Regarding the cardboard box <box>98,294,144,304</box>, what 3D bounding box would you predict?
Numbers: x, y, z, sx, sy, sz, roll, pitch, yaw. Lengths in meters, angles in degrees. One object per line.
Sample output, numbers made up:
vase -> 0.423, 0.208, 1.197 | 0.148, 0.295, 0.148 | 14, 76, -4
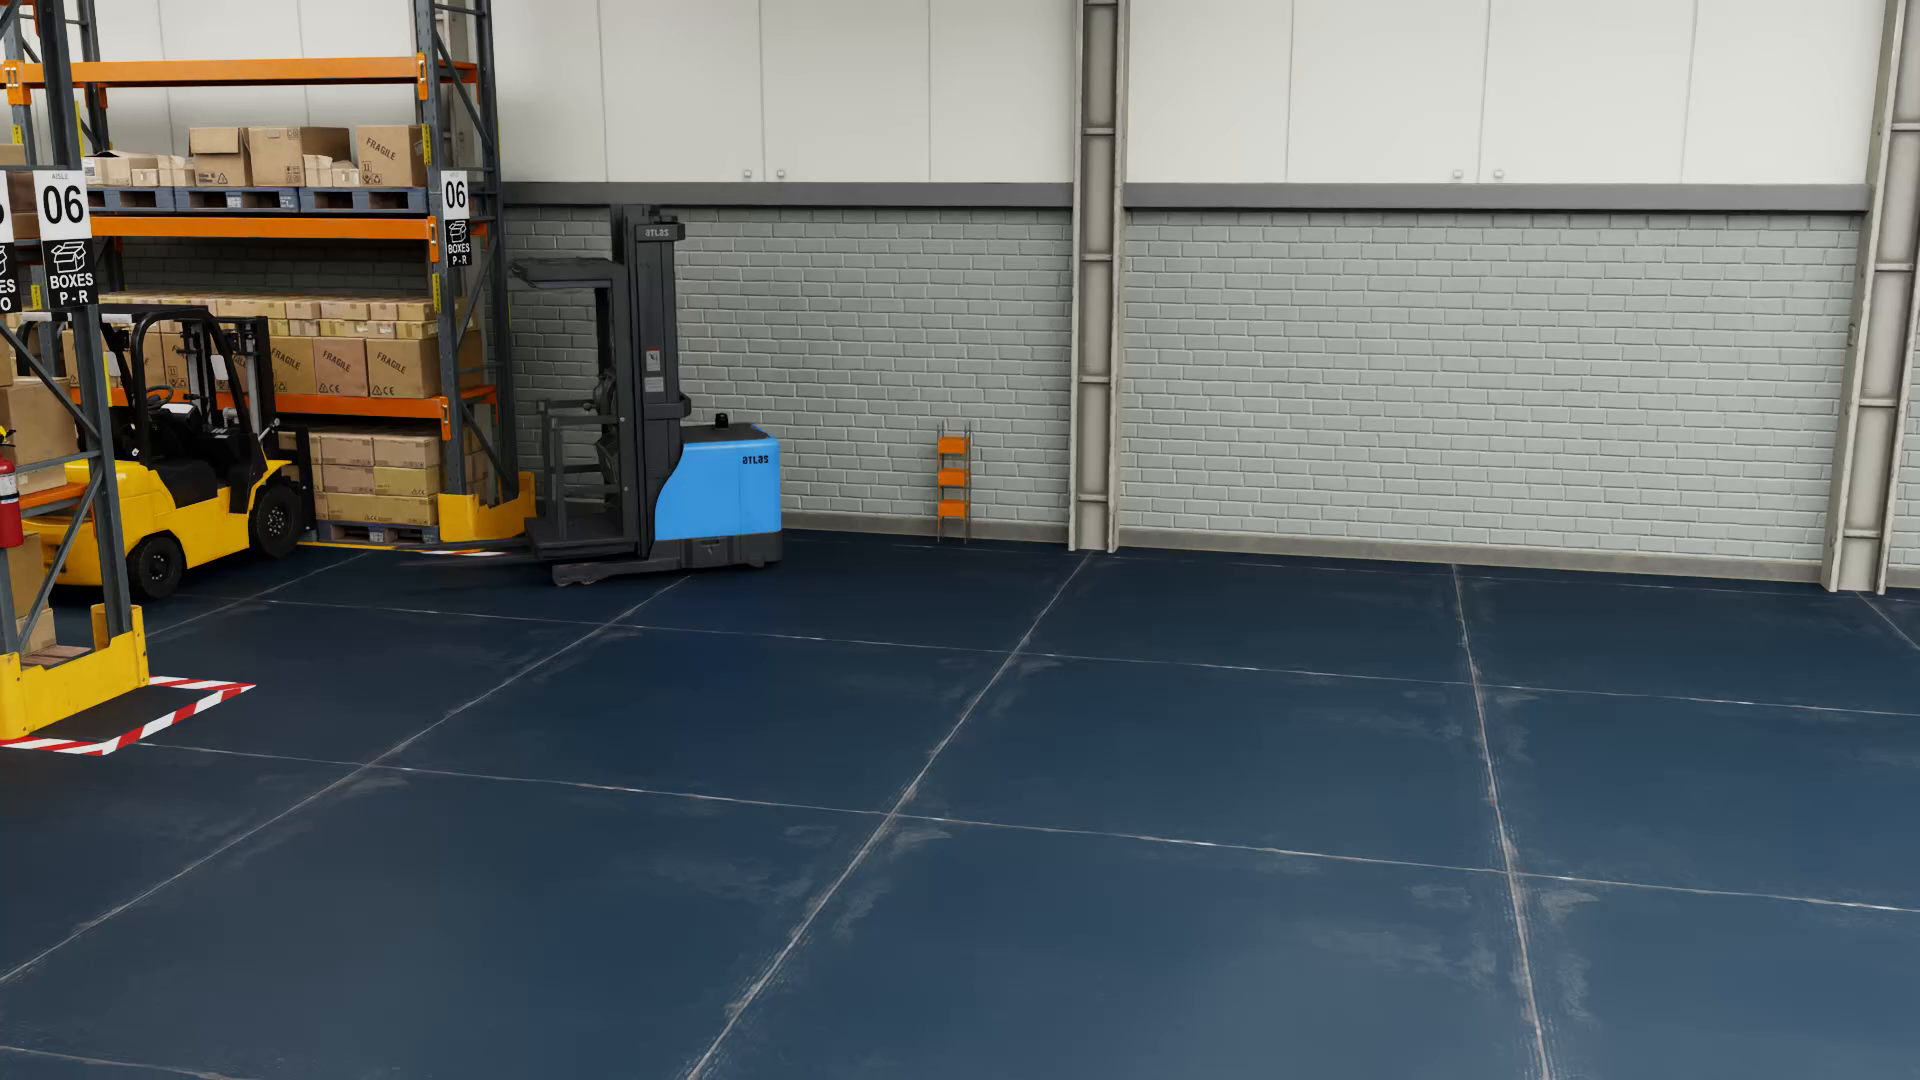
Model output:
cardboard box -> -7.570, -2.132, 15.002 | 0.250, 0.149, 0.380 | 3, 13, 14

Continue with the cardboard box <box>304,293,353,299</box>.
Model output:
cardboard box -> -5.716, -2.147, 15.069 | 0.250, 0.149, 0.380 | 3, 13, 12

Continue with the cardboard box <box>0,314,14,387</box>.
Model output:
cardboard box -> -5.939, -1.102, 9.550 | 0.500, 0.500, 0.700 | 3, 13, 12

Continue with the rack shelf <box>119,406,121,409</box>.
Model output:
rack shelf -> -10.030, -1.444, 15.976 | 4.000, 0.370, 1.077 | 3, 13, 14

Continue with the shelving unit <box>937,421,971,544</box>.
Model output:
shelving unit -> -0.051, -0.509, 14.600 | 0.252, 1.050, 0.215 | 3, 13, 13

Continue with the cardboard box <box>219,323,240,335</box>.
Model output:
cardboard box -> -6.346, -1.900, 14.645 | 0.250, 0.149, 0.380 | 3, 13, 12

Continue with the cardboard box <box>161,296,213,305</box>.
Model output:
cardboard box -> -6.841, -2.074, 14.742 | 0.250, 0.149, 0.380 | 3, 13, 13

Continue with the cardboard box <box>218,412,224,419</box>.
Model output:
cardboard box -> -7.069, -1.034, 15.538 | 0.500, 0.250, 0.500 | 3, 13, 13

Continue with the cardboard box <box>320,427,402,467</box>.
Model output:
cardboard box -> -5.224, -0.818, 14.565 | 0.500, 0.250, 0.500 | 3, 13, 15

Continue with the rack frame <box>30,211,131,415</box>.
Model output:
rack frame -> -8.089, -1.691, 15.430 | 0.127, 3.000, 1.000 | 3, 13, 14

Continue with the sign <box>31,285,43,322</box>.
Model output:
sign -> -8.209, -2.103, 14.797 | 0.005, 0.325, 0.100 | 3, 13, 14

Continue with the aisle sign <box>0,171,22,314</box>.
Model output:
aisle sign -> -5.400, -1.644, 9.218 | 0.004, 0.787, 0.394 | 3, 13, 14

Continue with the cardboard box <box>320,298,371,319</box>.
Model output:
cardboard box -> -5.335, -2.011, 14.458 | 0.250, 0.149, 0.380 | 3, 13, 14

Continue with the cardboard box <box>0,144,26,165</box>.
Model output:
cardboard box -> -5.687, -2.232, 9.681 | 0.250, 0.149, 0.380 | 3, 13, 13

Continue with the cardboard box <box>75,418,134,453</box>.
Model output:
cardboard box -> -7.694, -0.951, 15.164 | 0.500, 0.250, 0.500 | 3, 13, 13

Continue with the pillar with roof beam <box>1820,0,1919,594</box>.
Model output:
pillar with roof beam -> 5.954, -3.110, 7.975 | 0.400, 9.000, 9.100 | 3, 13, 14

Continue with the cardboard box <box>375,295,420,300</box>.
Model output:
cardboard box -> -4.986, -2.088, 14.804 | 0.250, 0.149, 0.380 | 3, 13, 15

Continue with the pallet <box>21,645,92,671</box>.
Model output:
pallet -> -6.245, 0.868, 10.332 | 1.213, 0.211, 1.003 | 3, 13, 14

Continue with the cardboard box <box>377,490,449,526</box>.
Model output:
cardboard box -> -4.737, -0.304, 14.557 | 0.500, 0.250, 0.500 | 3, 13, 14

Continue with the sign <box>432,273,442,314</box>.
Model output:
sign -> -4.349, -2.051, 13.832 | 0.005, 0.325, 0.100 | 3, 13, 14

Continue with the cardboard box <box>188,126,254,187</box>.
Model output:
cardboard box -> -6.223, -3.336, 14.482 | 0.637, 0.503, 0.797 | 3, 13, 15

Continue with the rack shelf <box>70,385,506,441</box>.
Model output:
rack shelf -> -6.147, -1.236, 15.040 | 4.000, 0.370, 1.077 | 3, 13, 14

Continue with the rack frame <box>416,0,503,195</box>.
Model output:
rack frame -> -4.205, -4.412, 13.845 | 0.127, 3.000, 1.000 | 3, 13, 14

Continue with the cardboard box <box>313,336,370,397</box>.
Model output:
cardboard box -> -5.247, -1.531, 14.480 | 0.500, 0.500, 0.500 | 3, 13, 15

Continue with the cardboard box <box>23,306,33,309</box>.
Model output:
cardboard box -> -8.626, -2.145, 15.747 | 0.250, 0.149, 0.380 | 3, 13, 12

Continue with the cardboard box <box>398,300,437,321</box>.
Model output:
cardboard box -> -4.603, -1.968, 14.265 | 0.250, 0.149, 0.380 | 3, 13, 14

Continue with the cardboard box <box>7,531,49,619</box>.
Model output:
cardboard box -> -6.131, 0.231, 10.416 | 0.500, 0.500, 0.500 | 3, 13, 12

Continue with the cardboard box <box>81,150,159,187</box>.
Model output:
cardboard box -> -7.339, -3.271, 14.633 | 0.500, 0.311, 0.500 | 3, 13, 15

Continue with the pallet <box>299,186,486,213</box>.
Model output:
pallet -> -4.885, -2.947, 14.369 | 1.213, 0.211, 1.003 | 3, 13, 14

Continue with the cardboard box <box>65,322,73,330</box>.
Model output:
cardboard box -> -7.842, -1.985, 15.025 | 0.250, 0.149, 0.380 | 3, 13, 13

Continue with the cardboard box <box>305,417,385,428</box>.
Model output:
cardboard box -> -5.595, -0.952, 15.171 | 0.500, 0.250, 0.500 | 3, 13, 13

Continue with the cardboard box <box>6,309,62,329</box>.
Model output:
cardboard box -> -8.474, -2.028, 15.219 | 0.250, 0.149, 0.380 | 4, 13, 15

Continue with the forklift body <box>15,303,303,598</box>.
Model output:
forklift body -> -6.483, -0.784, 13.301 | 1.214, 2.155, 2.313 | 3, 13, 14

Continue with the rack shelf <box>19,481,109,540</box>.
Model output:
rack shelf -> -7.333, -0.192, 10.335 | 4.000, 0.370, 1.077 | 3, 13, 14

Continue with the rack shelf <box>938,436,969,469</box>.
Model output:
rack shelf -> -0.052, -0.775, 14.540 | 0.240, 0.259, 0.215 | 3, 13, 13

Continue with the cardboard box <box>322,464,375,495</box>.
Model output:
cardboard box -> -5.237, -0.578, 14.638 | 0.500, 0.250, 0.500 | 3, 13, 13

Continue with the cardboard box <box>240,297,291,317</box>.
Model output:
cardboard box -> -6.094, -2.047, 14.618 | 0.250, 0.149, 0.380 | 3, 13, 14

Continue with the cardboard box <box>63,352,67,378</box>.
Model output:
cardboard box -> -8.506, -1.701, 15.821 | 0.500, 0.250, 0.500 | 3, 13, 15

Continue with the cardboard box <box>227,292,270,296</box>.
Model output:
cardboard box -> -6.471, -2.175, 15.198 | 0.250, 0.149, 0.380 | 3, 13, 13

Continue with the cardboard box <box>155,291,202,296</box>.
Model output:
cardboard box -> -7.212, -2.216, 15.381 | 0.250, 0.149, 0.380 | 3, 13, 13

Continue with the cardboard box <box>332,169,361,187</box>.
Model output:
cardboard box -> -5.082, -3.058, 14.046 | 0.250, 0.149, 0.380 | 3, 13, 12

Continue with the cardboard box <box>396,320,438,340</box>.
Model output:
cardboard box -> -4.609, -1.808, 14.229 | 0.250, 0.149, 0.380 | 3, 13, 14

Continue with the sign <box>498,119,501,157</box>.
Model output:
sign -> -4.066, -3.530, 14.591 | 0.005, 0.325, 0.100 | 3, 13, 14

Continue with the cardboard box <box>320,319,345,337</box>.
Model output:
cardboard box -> -5.339, -1.857, 14.448 | 0.250, 0.149, 0.380 | 3, 13, 13

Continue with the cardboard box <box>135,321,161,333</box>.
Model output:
cardboard box -> -7.109, -1.935, 14.804 | 0.250, 0.149, 0.380 | 3, 13, 15

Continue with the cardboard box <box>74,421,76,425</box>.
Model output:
cardboard box -> -8.598, -0.761, 15.753 | 0.625, 0.625, 0.875 | 4, 13, 16

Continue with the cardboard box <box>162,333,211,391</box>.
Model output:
cardboard box -> -6.719, -1.612, 14.845 | 0.500, 0.500, 0.500 | 3, 13, 13

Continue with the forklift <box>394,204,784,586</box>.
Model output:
forklift -> -3.028, -1.193, 13.346 | 3.031, 2.935, 1.130 | -4, 13, -19

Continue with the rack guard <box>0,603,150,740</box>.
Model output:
rack guard -> -5.465, 0.777, 10.077 | 0.348, 0.500, 1.175 | 3, 13, 14
